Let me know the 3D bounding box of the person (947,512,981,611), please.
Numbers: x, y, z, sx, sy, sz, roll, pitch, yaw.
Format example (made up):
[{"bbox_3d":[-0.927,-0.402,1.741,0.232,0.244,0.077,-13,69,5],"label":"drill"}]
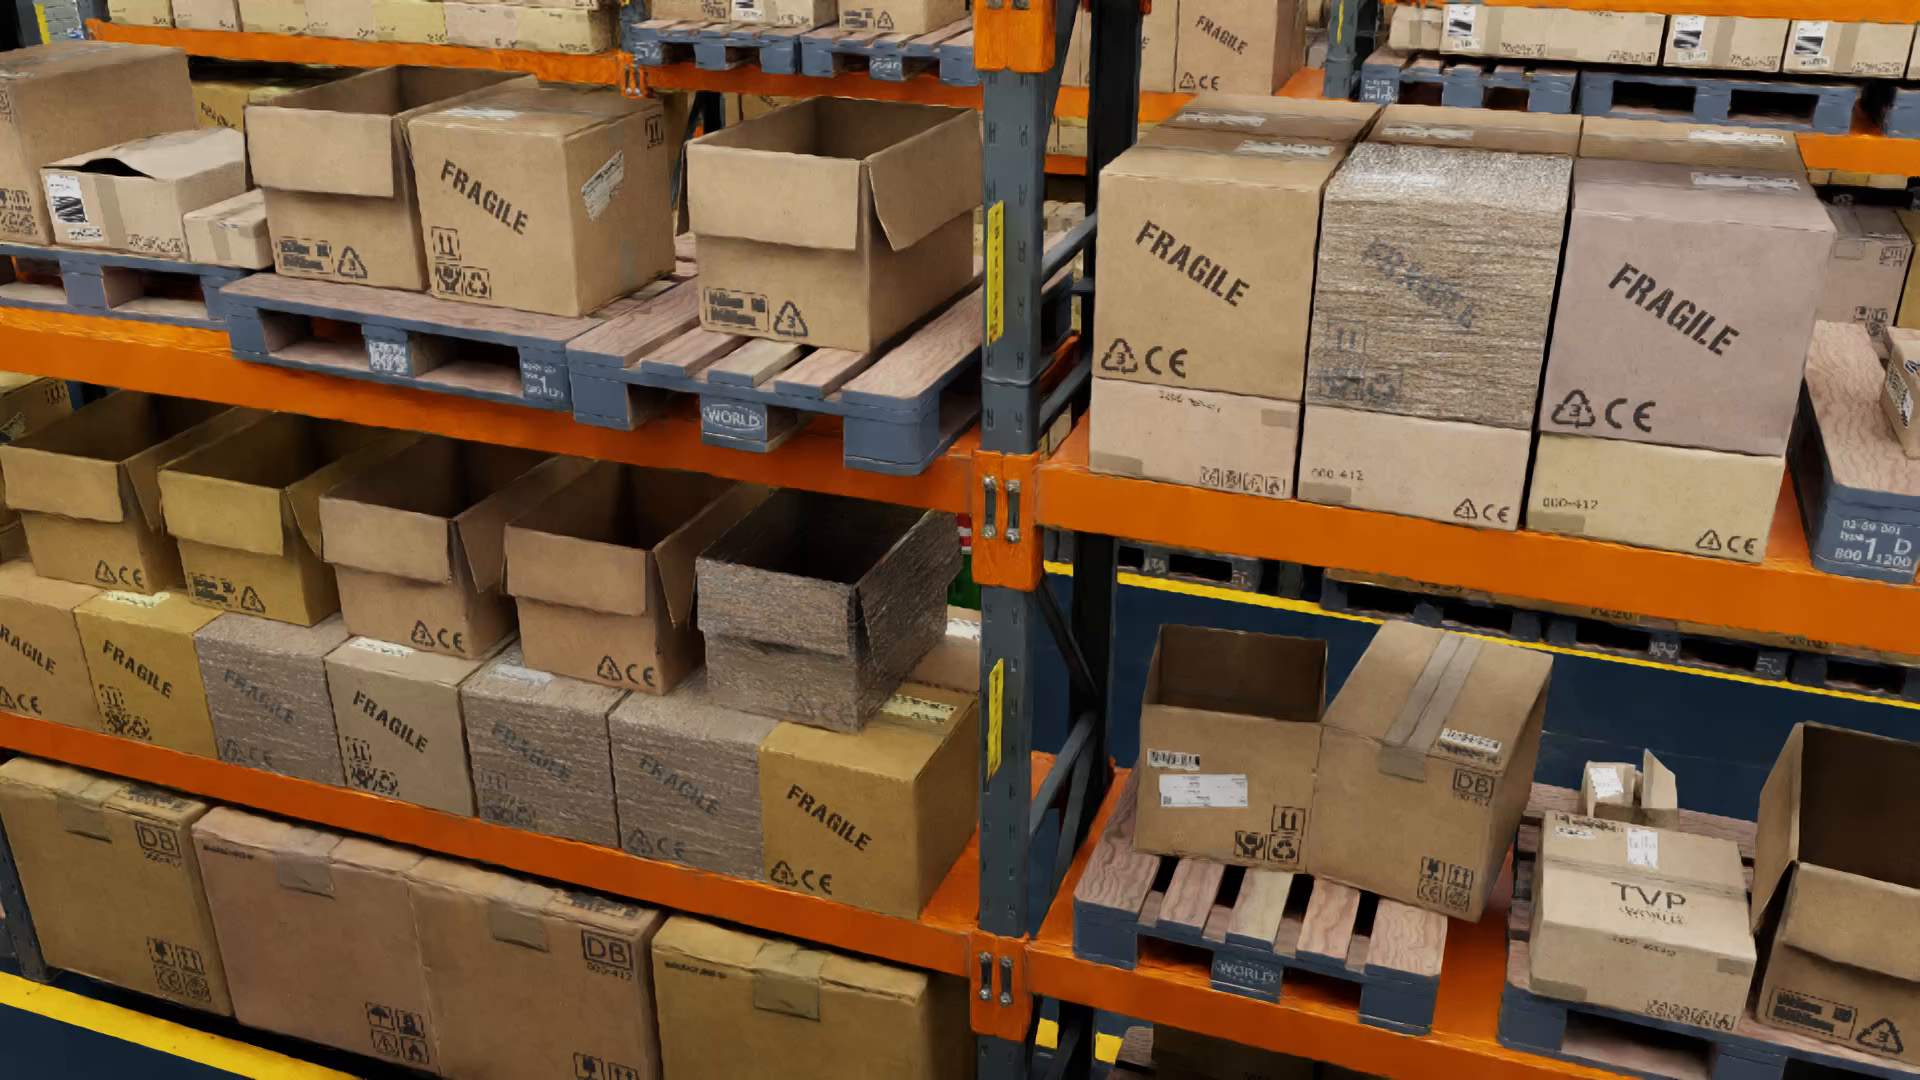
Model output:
[{"bbox_3d":[0.095,0.034,8.089,0.544,1.792,0.585,-23,34,-39],"label":"person"}]
